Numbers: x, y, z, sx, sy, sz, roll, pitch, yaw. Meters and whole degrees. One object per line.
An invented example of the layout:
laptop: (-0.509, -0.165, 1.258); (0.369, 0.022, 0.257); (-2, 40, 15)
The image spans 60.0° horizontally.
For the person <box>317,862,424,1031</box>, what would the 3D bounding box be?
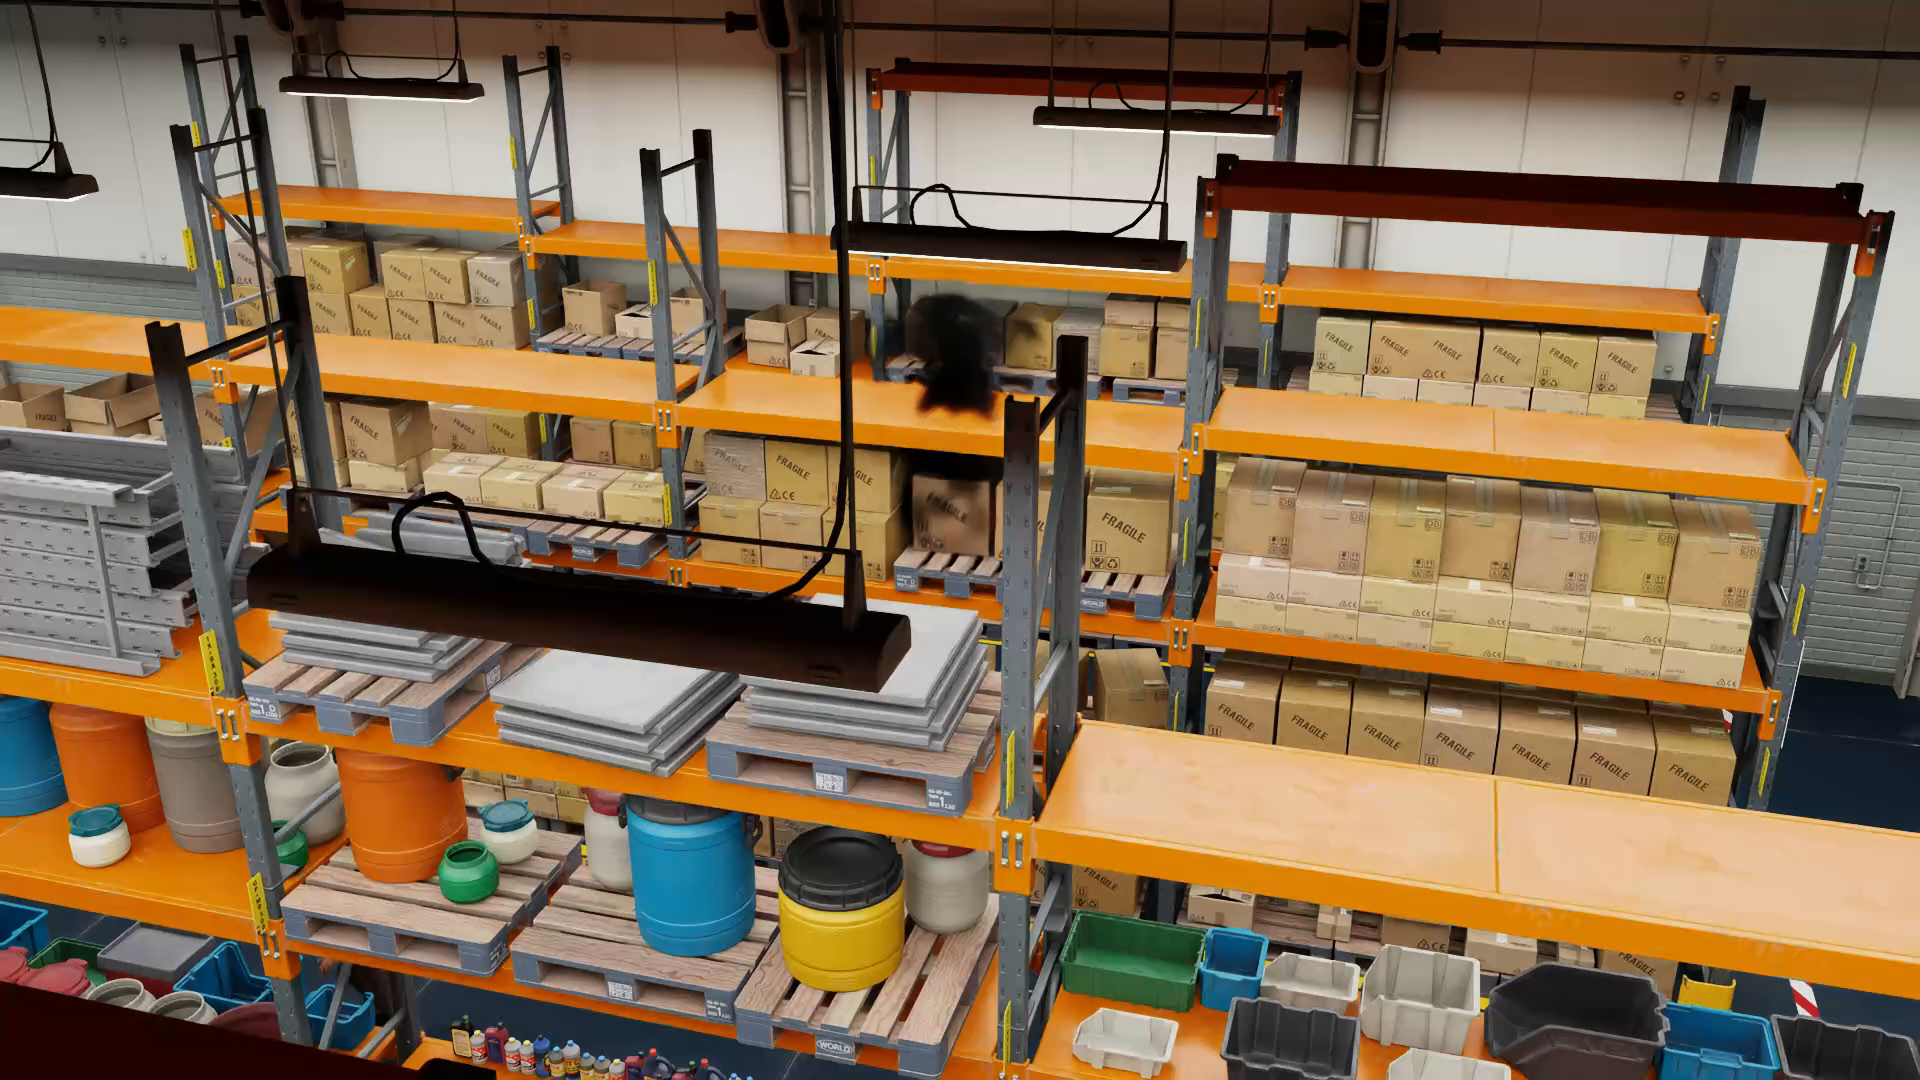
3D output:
person: (-4.224, 2.823, 11.802); (0.620, 1.696, 0.629); (-7, 23, -16)

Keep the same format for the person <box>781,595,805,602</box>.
person: (-1.469, 1.106, 16.081); (0.904, 1.568, 0.535); (3, 23, 6)
